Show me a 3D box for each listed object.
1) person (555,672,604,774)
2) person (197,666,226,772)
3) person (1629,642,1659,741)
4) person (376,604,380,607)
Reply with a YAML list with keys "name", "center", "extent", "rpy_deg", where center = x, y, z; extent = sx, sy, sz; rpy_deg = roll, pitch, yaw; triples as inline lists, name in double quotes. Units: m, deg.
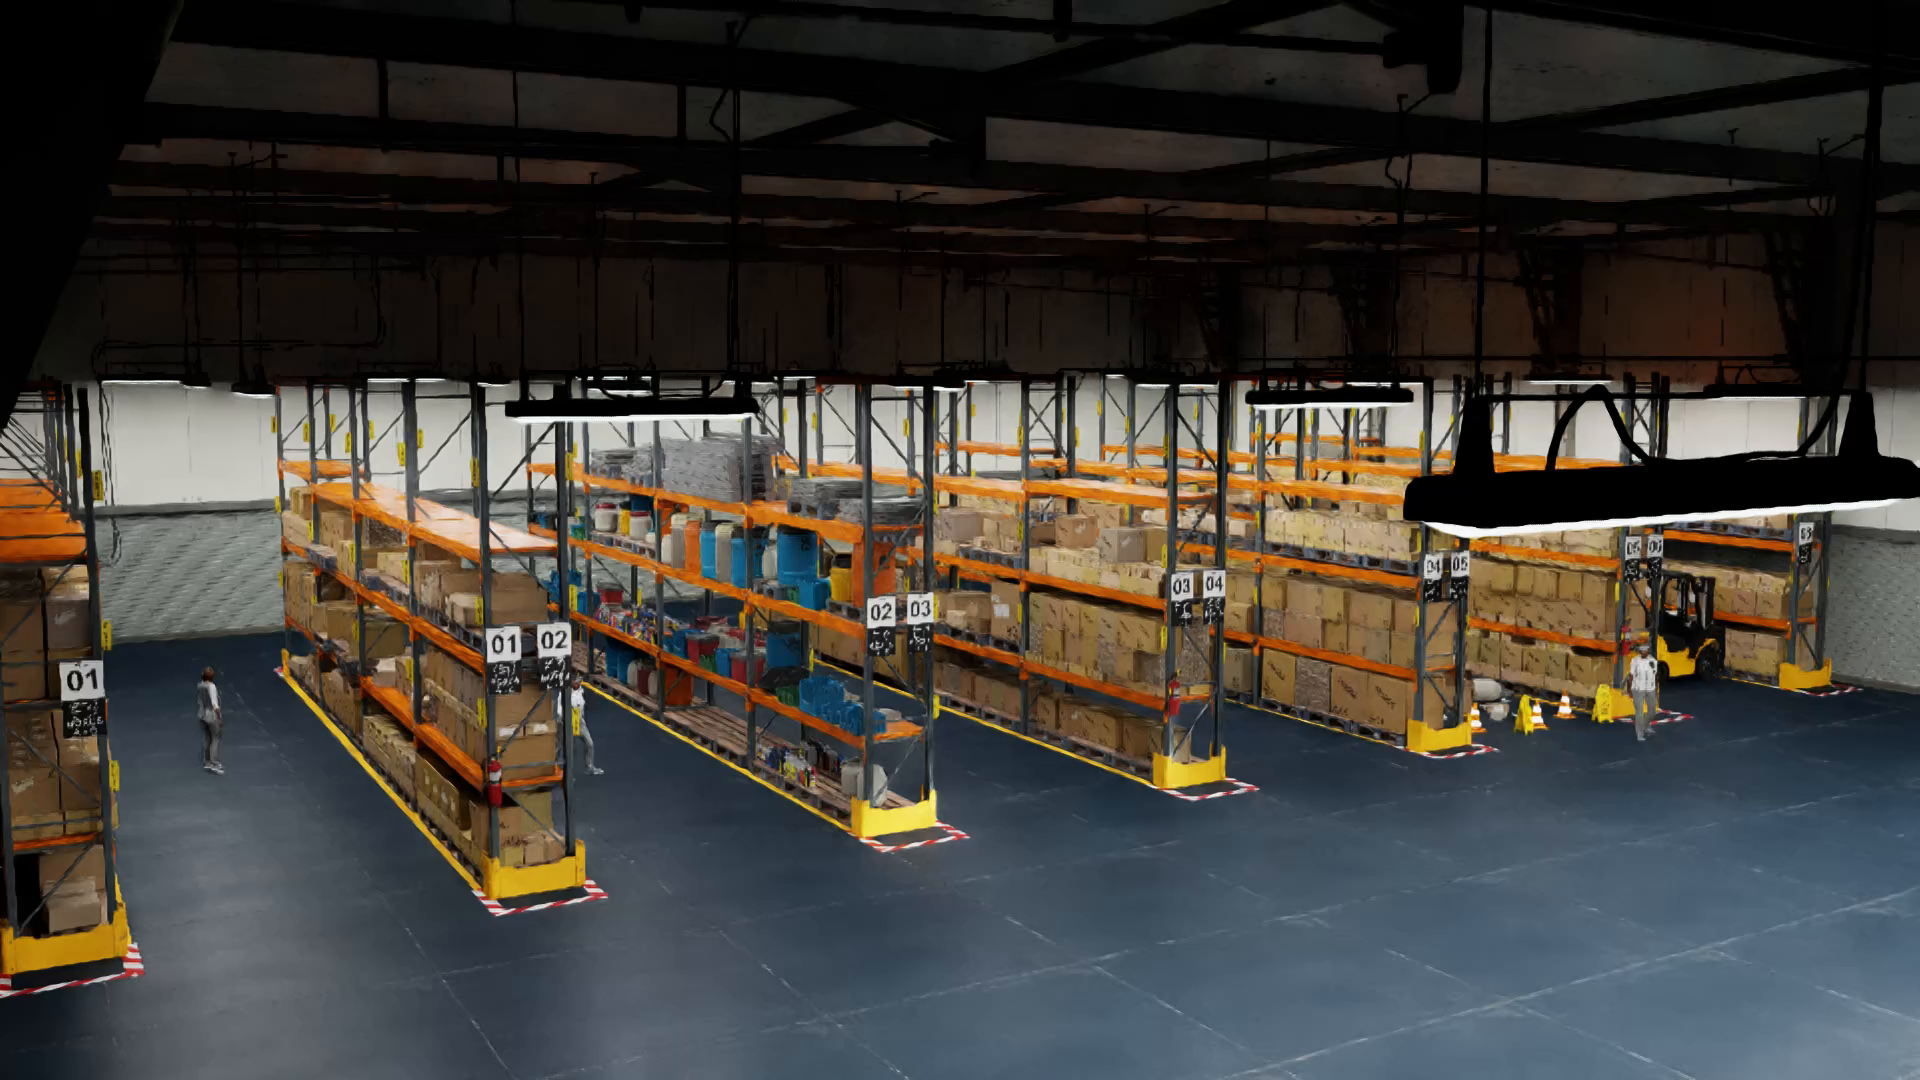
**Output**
- name: "person"
  center: [-5.898, 2.766, 25.230]
  extent: [0.807, 1.610, 0.639]
  rpy_deg: [6, 9, 44]
- name: "person"
  center: [-11.526, 2.756, 25.592]
  extent: [0.482, 1.642, 0.346]
  rpy_deg: [4, 7, 31]
- name: "person"
  center: [11.387, 2.483, 27.692]
  extent: [0.520, 1.663, 0.543]
  rpy_deg: [1, 6, 7]
- name: "person"
  center: [-13.318, 1.380, 37.448]
  extent: [0.719, 1.733, 0.546]
  rpy_deg: [-4, 7, -31]
